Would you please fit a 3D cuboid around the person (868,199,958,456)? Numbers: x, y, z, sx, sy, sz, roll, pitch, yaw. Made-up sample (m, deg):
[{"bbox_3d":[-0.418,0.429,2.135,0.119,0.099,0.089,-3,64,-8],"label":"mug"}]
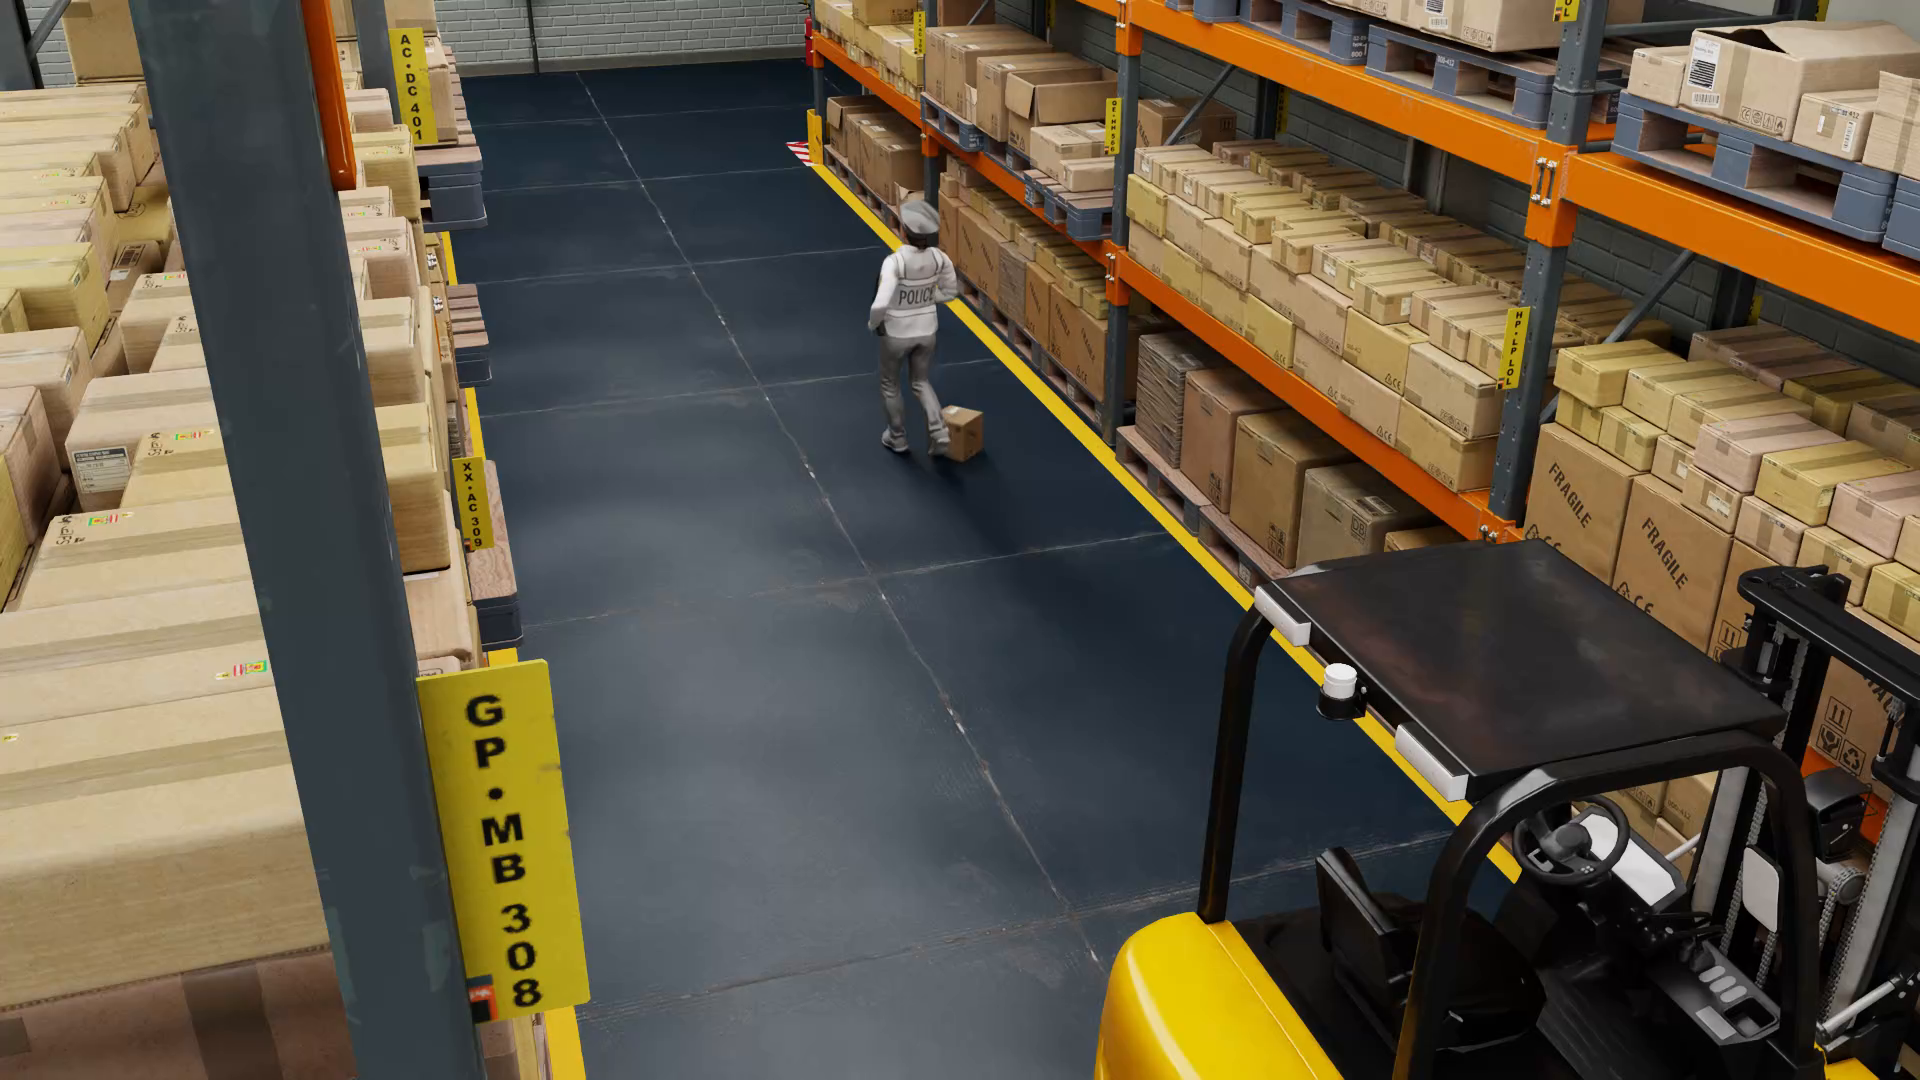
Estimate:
[{"bbox_3d":[-0.330,-1.269,10.139,0.631,1.665,0.682,-14,30,-25],"label":"person"}]
